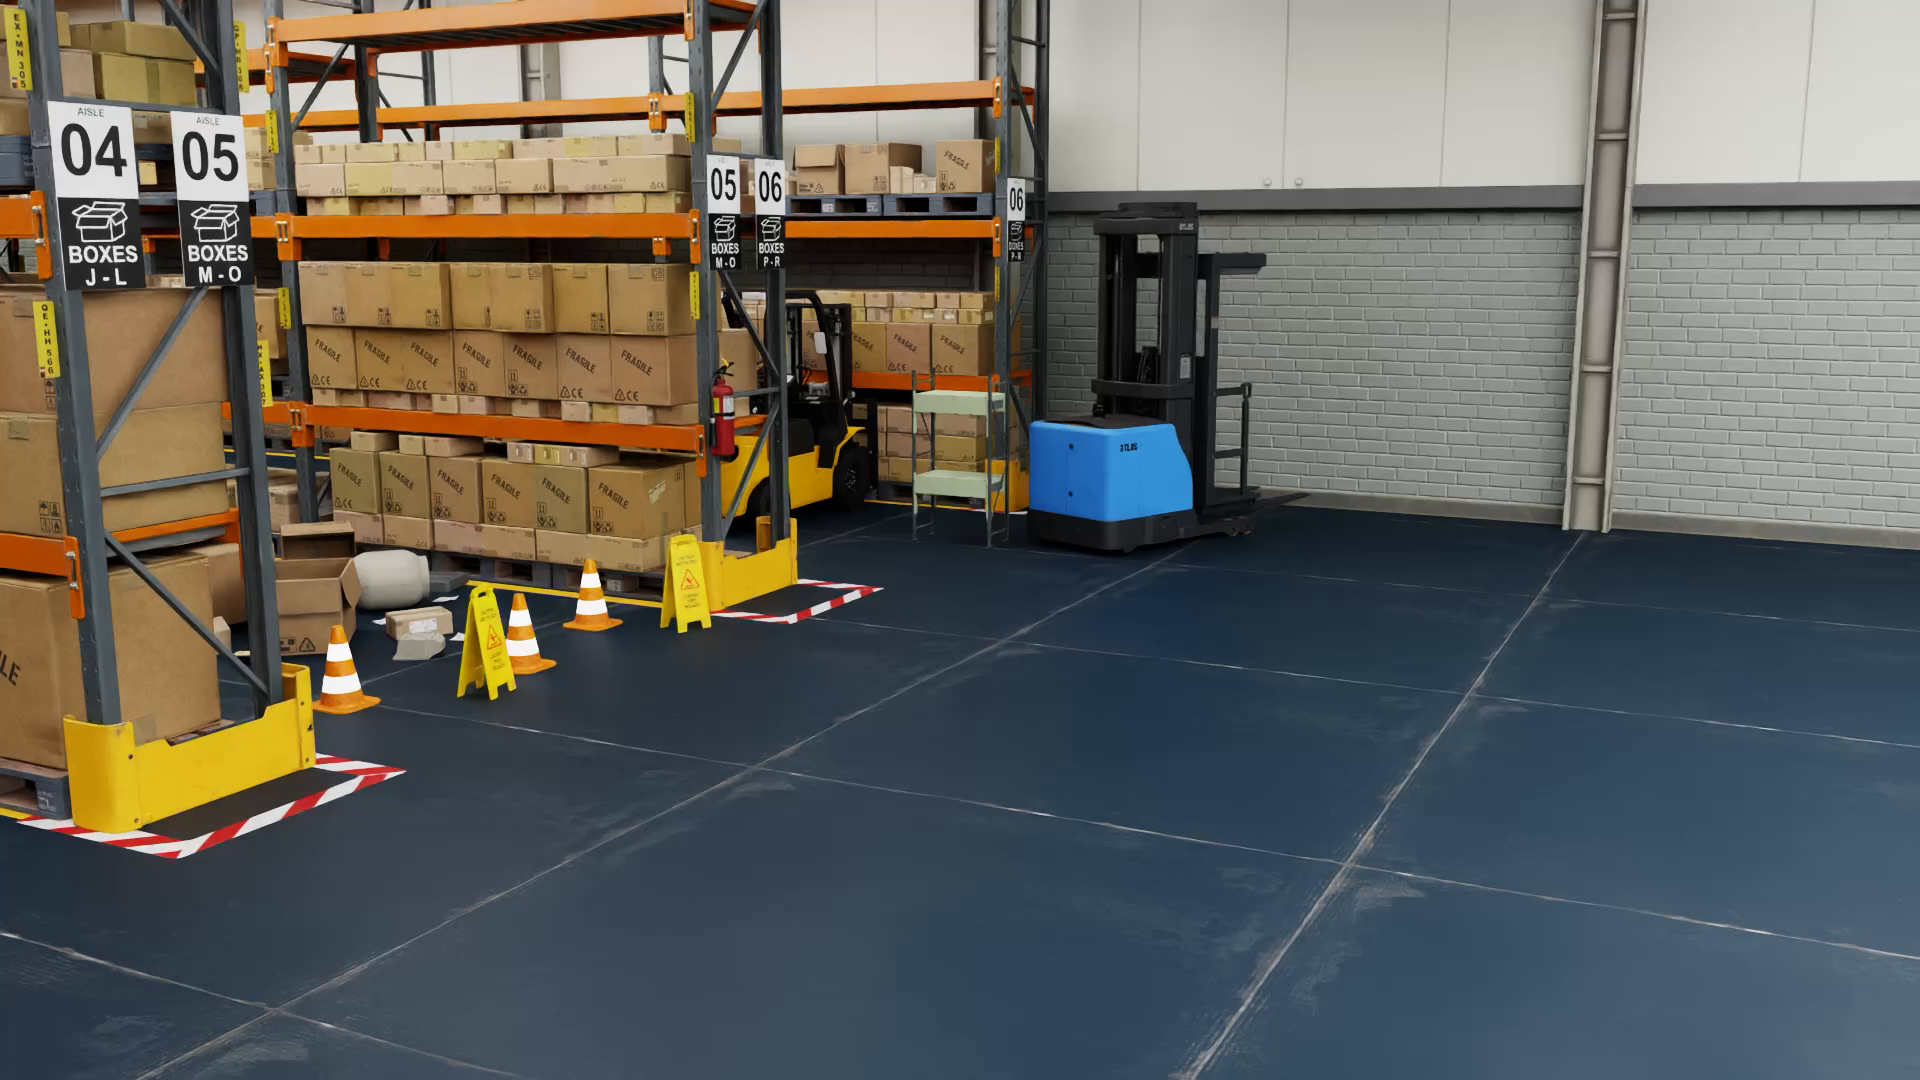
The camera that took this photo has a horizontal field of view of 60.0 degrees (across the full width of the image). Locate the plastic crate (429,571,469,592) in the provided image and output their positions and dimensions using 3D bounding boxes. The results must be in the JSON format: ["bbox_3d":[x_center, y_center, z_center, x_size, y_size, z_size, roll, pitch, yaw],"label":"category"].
[{"bbox_3d":[-4.122,0.314,12.769,0.583,0.080,0.402,1,10,6],"label":"plastic crate"}]

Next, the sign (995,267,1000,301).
[{"bbox_3d":[0.360,-2.456,15.959,0.005,0.325,0.100,5,11,26],"label":"sign"}]

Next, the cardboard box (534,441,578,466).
[{"bbox_3d":[-2.997,-0.664,12.589,0.250,0.149,0.380,5,12,27],"label":"cardboard box"}]

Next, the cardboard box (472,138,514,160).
[{"bbox_3d":[-3.404,-2.902,12.383,0.250,0.149,0.380,5,12,27],"label":"cardboard box"}]

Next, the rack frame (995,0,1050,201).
[{"bbox_3d":[0.613,-4.807,16.022,0.127,3.000,1.000,5,11,26],"label":"rack frame"}]

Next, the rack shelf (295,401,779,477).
[{"bbox_3d":[-3.374,-0.865,13.109,4.000,0.370,1.077,5,11,26],"label":"rack shelf"}]

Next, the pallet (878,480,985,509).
[{"bbox_3d":[-0.092,-0.536,17.100,1.213,0.211,1.003,5,11,26],"label":"pallet"}]

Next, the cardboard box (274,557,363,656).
[{"bbox_3d":[-4.276,0.433,10.927,0.637,0.503,0.797,-2,11,-14],"label":"cardboard box"}]

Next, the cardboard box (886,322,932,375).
[{"bbox_3d":[-0.406,-1.943,16.764,0.500,0.500,0.500,5,12,28],"label":"cardboard box"}]

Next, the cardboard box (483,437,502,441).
[{"bbox_3d":[-5.419,-1.422,19.652,0.625,0.625,0.875,5,12,28],"label":"cardboard box"}]

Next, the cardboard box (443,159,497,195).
[{"bbox_3d":[-3.530,-2.727,12.539,0.500,0.250,0.500,5,11,26],"label":"cardboard box"}]

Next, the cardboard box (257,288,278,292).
[{"bbox_3d":[-8.646,-2.880,20.759,0.500,0.500,0.700,5,11,26],"label":"cardboard box"}]

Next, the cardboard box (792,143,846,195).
[{"bbox_3d":[-1.274,-3.782,17.034,0.637,0.503,0.797,5,12,28],"label":"cardboard box"}]

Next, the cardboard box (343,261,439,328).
[{"bbox_3d":[-4.420,-1.952,13.167,0.500,0.500,0.700,5,11,26],"label":"cardboard box"}]

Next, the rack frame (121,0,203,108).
[{"bbox_3d":[-10.149,-5.752,21.247,0.127,3.000,1.000,5,11,26],"label":"rack frame"}]

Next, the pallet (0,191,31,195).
[{"bbox_3d":[-5.448,-1.848,8.347,1.213,0.211,1.003,5,11,26],"label":"pallet"}]

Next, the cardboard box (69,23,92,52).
[{"bbox_3d":[-4.063,-2.361,7.936,0.250,0.149,0.380,5,11,26],"label":"cardboard box"}]

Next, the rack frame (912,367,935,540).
[{"bbox_3d":[-0.322,-0.766,14.753,0.023,1.500,0.400,5,11,26],"label":"rack frame"}]

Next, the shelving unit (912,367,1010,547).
[{"bbox_3d":[0.006,-0.737,14.594,0.755,1.500,0.431,5,11,26],"label":"shelving unit"}]

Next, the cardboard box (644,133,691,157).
[{"bbox_3d":[-2.014,-2.786,11.745,0.250,0.149,0.380,5,11,26],"label":"cardboard box"}]

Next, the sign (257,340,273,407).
[{"bbox_3d":[-3.429,-0.816,8.165,0.005,0.325,0.100,5,11,26],"label":"sign"}]

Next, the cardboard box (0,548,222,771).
[{"bbox_3d":[-4.317,0.533,8.151,0.875,0.875,0.875,5,11,26],"label":"cardboard box"}]

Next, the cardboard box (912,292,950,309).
[{"bbox_3d":[-0.283,-2.395,16.603,0.250,0.149,0.380,5,12,27],"label":"cardboard box"}]

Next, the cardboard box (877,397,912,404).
[{"bbox_3d":[-0.628,-1.348,17.492,0.500,0.250,0.500,5,11,25],"label":"cardboard box"}]

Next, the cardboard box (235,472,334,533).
[{"bbox_3d":[-5.639,-0.332,14.339,0.625,0.372,0.950,5,11,27],"label":"cardboard box"}]

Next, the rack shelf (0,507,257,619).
[{"bbox_3d":[-5.473,-0.067,8.697,4.000,0.370,1.077,5,11,26],"label":"rack shelf"}]

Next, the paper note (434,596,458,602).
[{"bbox_3d":[-3.796,0.430,12.269,0.148,0.019,0.142,1,10,6],"label":"paper note"}]

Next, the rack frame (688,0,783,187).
[{"bbox_3d":[-1.580,-4.014,11.640,0.127,3.000,1.000,5,11,26],"label":"rack frame"}]

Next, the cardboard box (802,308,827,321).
[{"bbox_3d":[-1.427,-2.346,17.169,0.250,0.149,0.380,5,11,25],"label":"cardboard box"}]

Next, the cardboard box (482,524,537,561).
[{"bbox_3d":[-3.357,-0.019,12.952,0.500,0.250,0.500,5,11,24],"label":"cardboard box"}]

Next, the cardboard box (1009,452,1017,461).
[{"bbox_3d":[0.259,-0.778,17.150,0.500,0.250,0.500,5,11,26],"label":"cardboard box"}]

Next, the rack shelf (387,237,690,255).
[{"bbox_3d":[-4.768,-3.450,18.965,4.000,0.370,1.077,5,11,26],"label":"rack shelf"}]

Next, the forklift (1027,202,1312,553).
[{"bbox_3d":[2.021,-1.529,14.948,3.031,2.935,1.130,-9,14,-41],"label":"forklift"}]

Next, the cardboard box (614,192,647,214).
[{"bbox_3d":[-2.262,-2.412,11.917,0.250,0.149,0.380,5,11,26],"label":"cardboard box"}]

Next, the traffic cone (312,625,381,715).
[{"bbox_3d":[-3.528,0.716,9.472,0.334,0.463,0.336,5,11,26],"label":"traffic cone"}]

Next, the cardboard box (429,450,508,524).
[{"bbox_3d":[-3.808,-0.429,13.111,0.500,0.500,0.500,6,12,29],"label":"cardboard box"}]

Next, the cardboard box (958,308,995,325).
[{"bbox_3d":[0.178,-2.206,16.393,0.250,0.149,0.380,5,11,27],"label":"cardboard box"}]

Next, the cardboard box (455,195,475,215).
[{"bbox_3d":[-3.612,-2.544,12.646,0.250,0.149,0.380,5,11,26],"label":"cardboard box"}]

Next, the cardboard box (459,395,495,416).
[{"bbox_3d":[-3.645,-1.060,12.868,0.250,0.149,0.380,5,11,26],"label":"cardboard box"}]

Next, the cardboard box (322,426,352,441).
[{"bbox_3d":[-7.480,-1.502,20.446,0.500,0.500,0.500,5,11,25],"label":"cardboard box"}]

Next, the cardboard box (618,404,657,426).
[{"bbox_3d":[-2.287,-0.936,12.183,0.250,0.149,0.380,5,11,25],"label":"cardboard box"}]

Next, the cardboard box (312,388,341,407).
[{"bbox_3d":[-5.027,-1.177,13.518,0.250,0.149,0.380,5,11,26],"label":"cardboard box"}]

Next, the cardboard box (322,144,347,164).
[{"bbox_3d":[-4.783,-3.029,13.087,0.250,0.149,0.380,5,12,28],"label":"cardboard box"}]

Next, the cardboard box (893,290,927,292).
[{"bbox_3d":[-0.519,-2.513,17.257,0.250,0.149,0.380,5,12,28],"label":"cardboard box"}]

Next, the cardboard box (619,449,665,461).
[{"bbox_3d":[-2.674,-0.434,13.144,0.500,0.500,0.500,5,11,24],"label":"cardboard box"}]

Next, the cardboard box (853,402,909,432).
[{"bbox_3d":[-0.856,-1.264,17.028,0.500,0.250,0.500,5,11,27],"label":"cardboard box"}]

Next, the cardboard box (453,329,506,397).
[{"bbox_3d":[-3.529,-1.379,12.812,0.500,0.500,0.500,5,11,26],"label":"cardboard box"}]

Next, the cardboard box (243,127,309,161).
[{"bbox_3d":[-5.744,-3.257,13.720,0.500,0.250,0.500,5,12,27],"label":"cardboard box"}]

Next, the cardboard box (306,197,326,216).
[{"bbox_3d":[-4.995,-2.665,13.315,0.250,0.149,0.380,5,11,25],"label":"cardboard box"}]

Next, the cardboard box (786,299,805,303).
[{"bbox_3d":[-1.630,-2.523,17.313,0.250,0.149,0.380,5,11,26],"label":"cardboard box"}]
